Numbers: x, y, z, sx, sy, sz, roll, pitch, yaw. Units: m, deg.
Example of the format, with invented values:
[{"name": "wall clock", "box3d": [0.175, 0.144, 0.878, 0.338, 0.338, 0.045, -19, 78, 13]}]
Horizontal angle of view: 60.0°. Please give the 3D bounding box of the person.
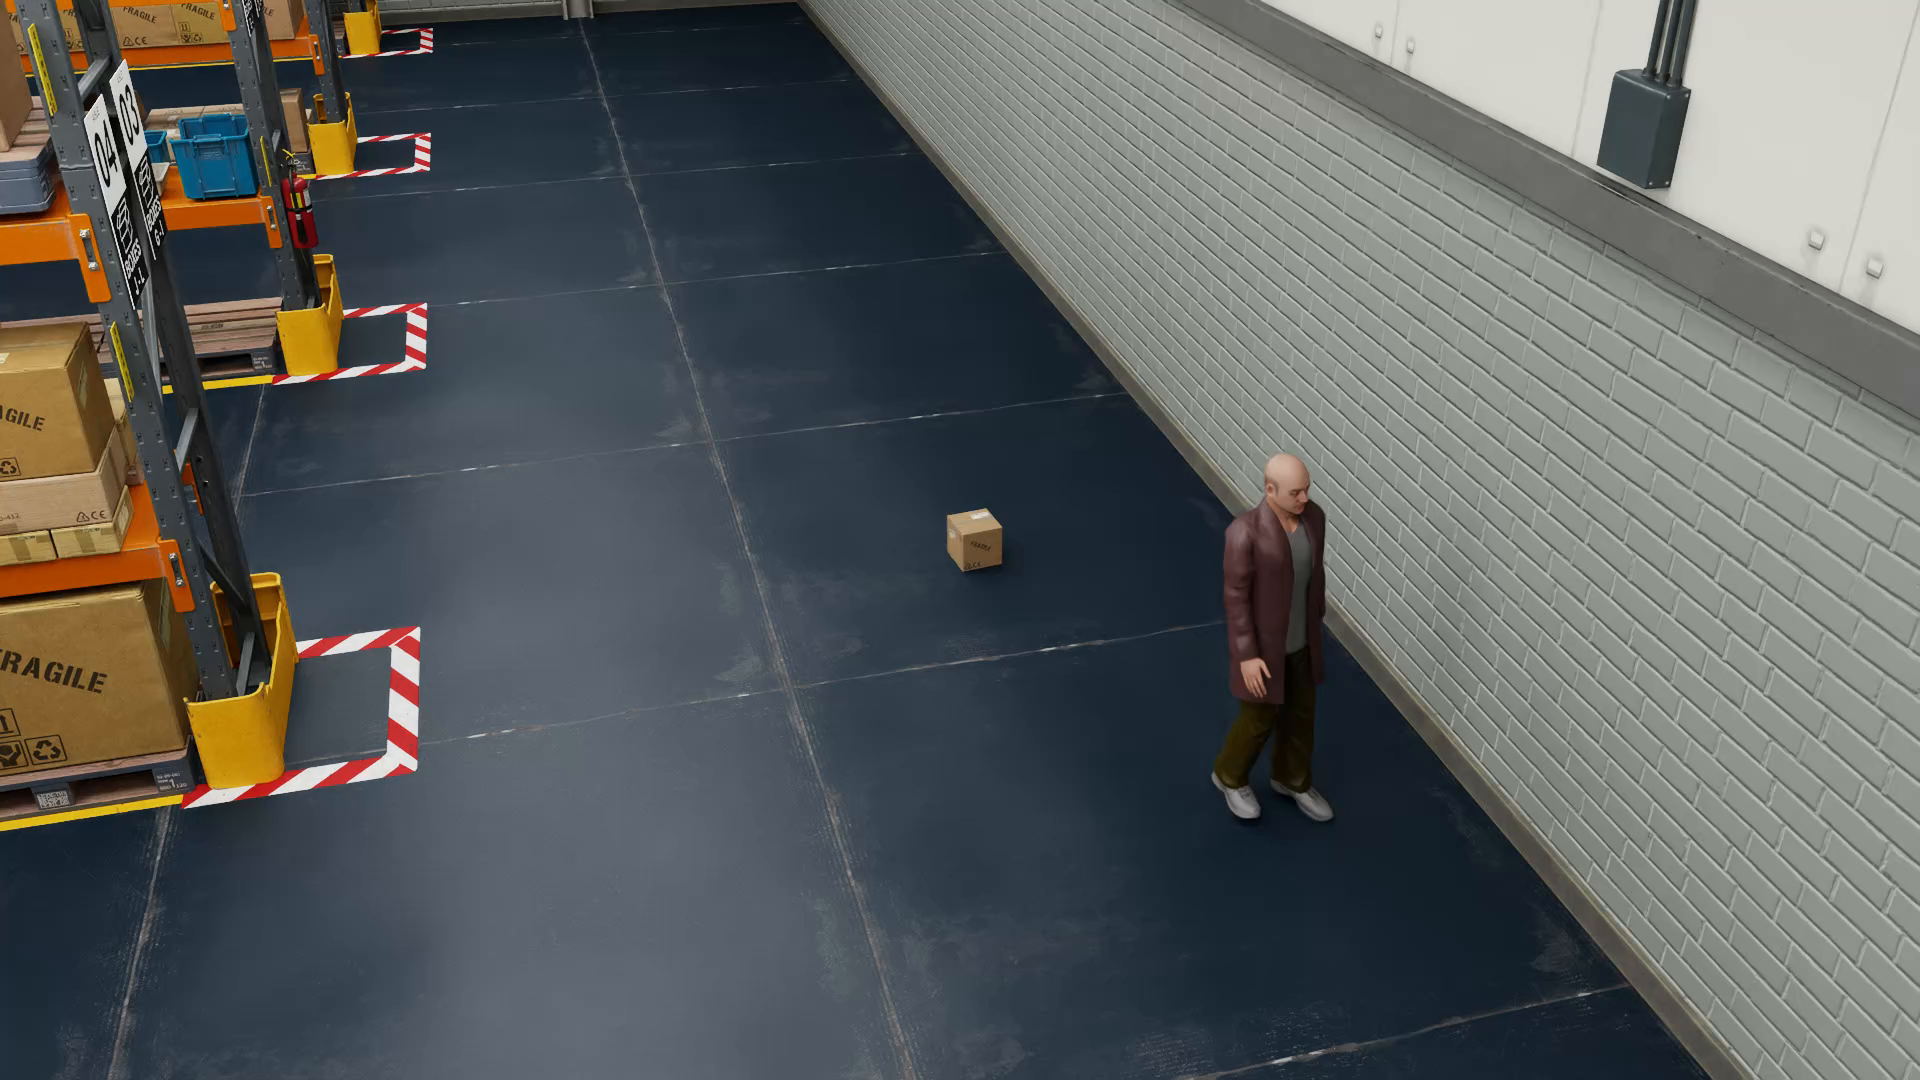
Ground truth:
[{"name": "person", "box3d": [1.451, 0.472, 7.412, 0.635, 1.791, 0.523, -16, 34, -26]}]
